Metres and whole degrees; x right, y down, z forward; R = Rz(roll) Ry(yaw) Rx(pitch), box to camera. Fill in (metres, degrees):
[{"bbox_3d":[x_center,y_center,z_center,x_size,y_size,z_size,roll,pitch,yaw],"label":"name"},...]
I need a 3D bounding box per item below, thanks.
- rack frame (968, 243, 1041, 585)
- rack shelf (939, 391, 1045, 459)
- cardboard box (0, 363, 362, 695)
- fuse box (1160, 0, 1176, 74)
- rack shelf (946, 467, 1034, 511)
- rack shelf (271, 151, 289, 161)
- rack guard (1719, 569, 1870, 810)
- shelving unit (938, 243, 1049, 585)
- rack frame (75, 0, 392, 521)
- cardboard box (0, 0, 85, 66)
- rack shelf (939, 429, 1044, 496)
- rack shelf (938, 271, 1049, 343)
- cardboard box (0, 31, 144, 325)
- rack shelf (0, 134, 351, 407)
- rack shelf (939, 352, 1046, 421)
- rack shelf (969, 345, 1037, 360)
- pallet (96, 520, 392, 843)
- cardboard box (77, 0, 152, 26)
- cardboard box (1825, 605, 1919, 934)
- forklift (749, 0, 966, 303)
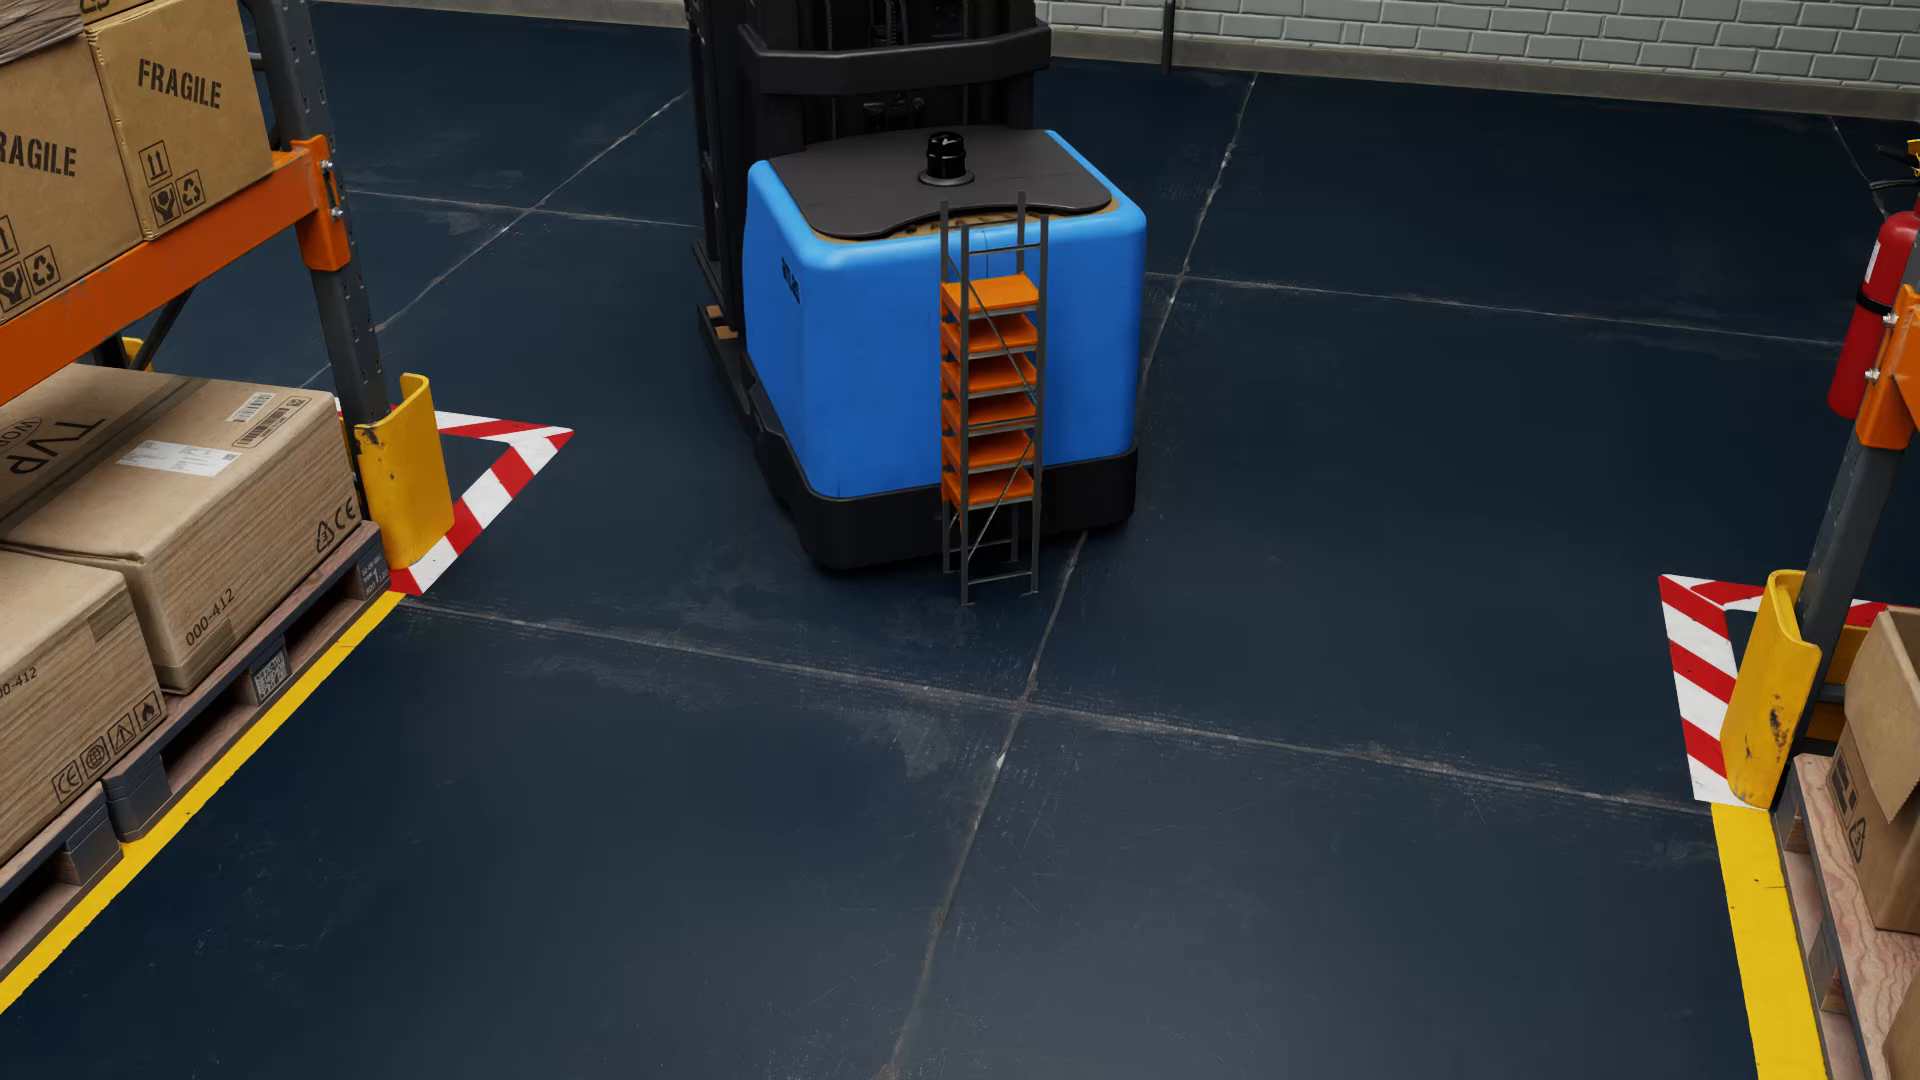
[{"bbox_3d":[0.118,-0.327,4.645,0.228,1.046,0.002,-10,34,-15],"label":"rack frame"},{"bbox_3d":[0.090,-0.336,4.743,0.258,0.103,0.180,-10,34,-15],"label":"rack shelf"},{"bbox_3d":[-2.292,-0.062,4.548,0.875,0.438,0.875,7,33,11],"label":"cardboard box"},{"bbox_3d":[1.182,-3.346,8.918,0.539,1.711,0.414,8,33,12],"label":"fuse box"},{"bbox_3d":[0.090,-0.156,4.857,0.221,0.034,0.171,-10,34,-15],"label":"rack shelf"},{"bbox_3d":[-5.135,-2.371,2.261,5.869,4.714,3.910,8,33,12],"label":"rack shelf"},{"bbox_3d":[2.562,0.446,4.082,1.175,0.500,0.348,8,33,12],"label":"rack guard"},{"bbox_3d":[0.091,-0.373,4.718,0.258,1.046,0.183,-10,34,-15],"label":"shelving unit"},{"bbox_3d":[-2.221,-1.322,4.533,1.000,3.000,0.127,8,33,12],"label":"rack frame"},{"bbox_3d":[-2.217,-1.228,3.361,0.500,0.500,0.500,8,33,13],"label":"cardboard box"},{"bbox_3d":[0.090,-0.234,4.807,0.258,0.103,0.180,-10,34,-15],"label":"rack shelf"},{"bbox_3d":[0.090,-0.640,4.549,0.258,0.103,0.180,-10,34,-15],"label":"rack shelf"},{"bbox_3d":[-2.229,-0.819,3.650,0.500,0.500,0.500,7,33,11],"label":"cardboard box"},{"bbox_3d":[-2.729,0.020,3.094,1.077,0.370,4.000,8,33,12],"label":"rack shelf"},{"bbox_3d":[0.090,-0.437,4.678,0.258,0.103,0.180,-10,34,-15],"label":"rack shelf"},{"bbox_3d":[0.090,-0.555,4.603,0.199,0.020,0.166,-10,34,-15],"label":"rack shelf"},{"bbox_3d":[-2.348,0.280,4.612,1.003,0.211,1.213,8,33,12],"label":"pallet"},{"bbox_3d":[-2.113,-1.503,3.794,0.500,0.500,0.500,9,34,14],"label":"cardboard box"},{"bbox_3d":[2.334,0.533,3.552,0.797,0.503,0.637,7,33,10],"label":"cardboard box"},{"bbox_3d":[-15.229,-4.496,3.935,29.450,9.000,11.785,-10,34,-15],"label":"forklift"}]
